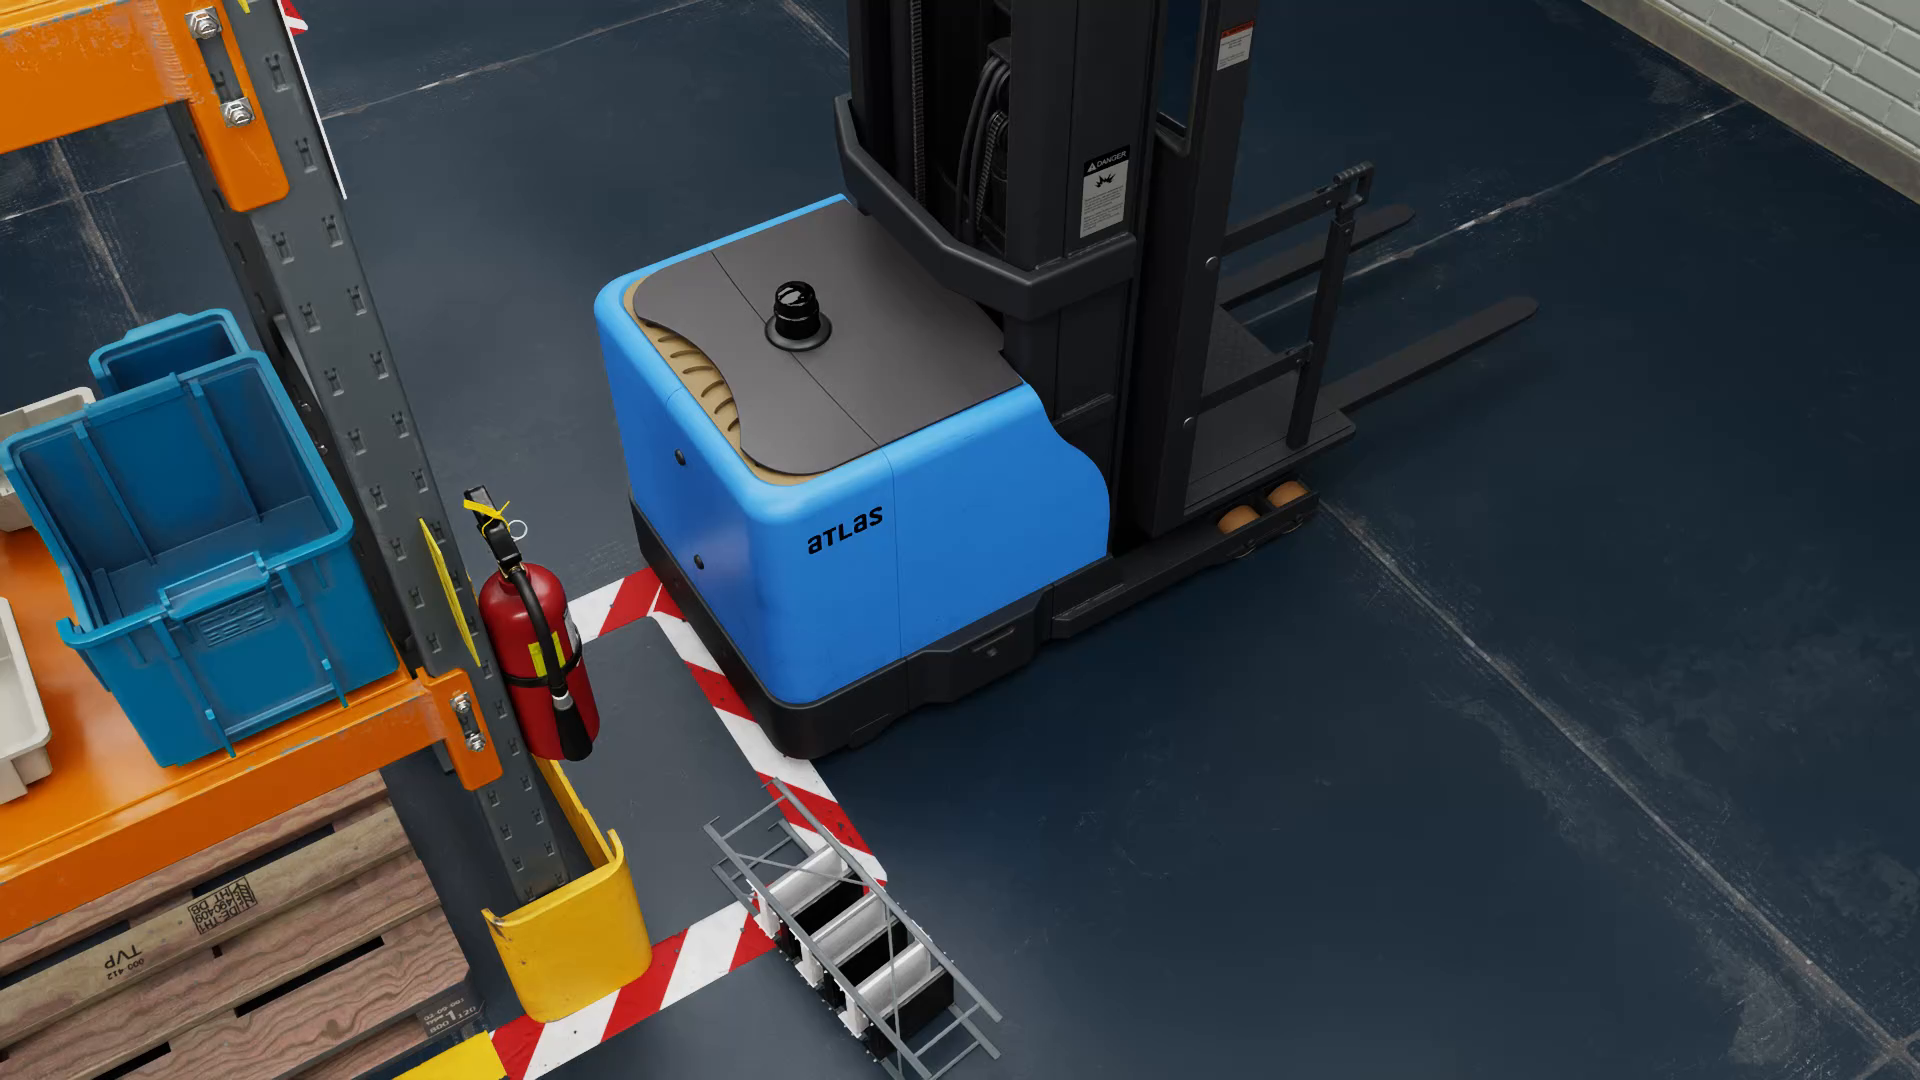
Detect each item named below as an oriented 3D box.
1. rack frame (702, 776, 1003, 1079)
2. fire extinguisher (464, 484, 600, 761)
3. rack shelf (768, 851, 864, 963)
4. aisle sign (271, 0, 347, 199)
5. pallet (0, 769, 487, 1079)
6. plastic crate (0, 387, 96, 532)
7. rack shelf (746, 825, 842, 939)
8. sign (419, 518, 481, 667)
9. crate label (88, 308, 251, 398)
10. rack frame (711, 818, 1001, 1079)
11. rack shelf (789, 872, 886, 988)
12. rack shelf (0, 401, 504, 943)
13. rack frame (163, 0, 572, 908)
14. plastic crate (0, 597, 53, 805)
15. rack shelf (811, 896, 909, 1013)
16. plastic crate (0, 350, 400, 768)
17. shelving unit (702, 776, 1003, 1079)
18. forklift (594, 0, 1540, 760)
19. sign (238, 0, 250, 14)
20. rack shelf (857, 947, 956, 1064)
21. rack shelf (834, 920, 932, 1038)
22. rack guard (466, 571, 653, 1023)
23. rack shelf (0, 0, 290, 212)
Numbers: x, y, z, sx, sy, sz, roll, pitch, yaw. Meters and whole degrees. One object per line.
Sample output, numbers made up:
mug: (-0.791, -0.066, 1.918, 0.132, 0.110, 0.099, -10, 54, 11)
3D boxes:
rack frame: (-0.283, 0.941, 4.132, 0.240, 0.006, 0.900, -33, 56, -26)
fire extinguisher: (-0.869, 0.190, 3.374, 0.183, 0.674, 0.296, -25, 53, -21)
rack shelf: (-0.363, 0.939, 4.270, 0.258, 0.200, 0.077, -33, 56, -26)
aisle sign: (-1.022, -0.895, 2.298, 0.004, 0.787, 0.394, -25, 53, -21)
pallet: (-1.957, 1.045, 4.178, 1.213, 0.211, 1.003, -25, 53, -21)
plastic crate: (-1.939, -0.153, 3.514, 0.298, 0.136, 0.250, -25, 53, -21)
rack shelf: (-0.422, 0.888, 4.315, 0.258, 0.200, 0.077, -33, 56, -26)
sign: (-0.932, 0.100, 3.043, 0.005, 0.325, 0.100, -25, 53, -21)
crate label: (-1.623, -0.260, 3.545, 0.303, 0.233, 0.416, -25, 53, -21)
rack frame: (-0.283, 1.076, 4.283, 0.240, 0.006, 0.900, -33, 56, -26)
rack shelf: (-0.304, 0.990, 4.224, 0.258, 0.200, 0.077, -33, 56, -26)
rack shelf: (-2.930, 0.850, 2.967, 4.000, 0.370, 1.077, -25, 53, -21)
rack frame: (-1.239, -0.187, 3.408, 0.127, 3.000, 1.000, -25, 53, -21)
plastic crate: (-1.832, 0.320, 3.092, 0.243, 0.136, 0.396, -25, 53, -21)
rack shelf: (-0.246, 1.041, 4.179, 0.258, 0.200, 0.077, -33, 56, -26)
plastic crate: (-1.422, 0.033, 3.148, 0.499, 0.435, 0.616, -25, 53, -21)
shelving unit: (-0.283, 1.009, 4.208, 0.258, 0.210, 0.900, -33, 56, -26)
forklift: (0.526, -1.227, 4.380, 3.031, 2.935, 1.130, -26, 53, -21)
sign: (-0.932, -0.808, 2.023, 0.005, 0.325, 0.100, -25, 53, -21)
rack shelf: (-0.128, 1.143, 4.088, 0.258, 0.200, 0.077, -33, 56, -26)
rack shelf: (-0.187, 1.092, 4.134, 0.258, 0.200, 0.077, -33, 56, -26)
rack guard: (-1.225, 0.627, 4.357, 0.348, 0.500, 1.175, -25, 53, -21)
rack shelf: (-2.930, -0.148, 1.846, 4.000, 0.370, 1.077, -25, 53, -21)
